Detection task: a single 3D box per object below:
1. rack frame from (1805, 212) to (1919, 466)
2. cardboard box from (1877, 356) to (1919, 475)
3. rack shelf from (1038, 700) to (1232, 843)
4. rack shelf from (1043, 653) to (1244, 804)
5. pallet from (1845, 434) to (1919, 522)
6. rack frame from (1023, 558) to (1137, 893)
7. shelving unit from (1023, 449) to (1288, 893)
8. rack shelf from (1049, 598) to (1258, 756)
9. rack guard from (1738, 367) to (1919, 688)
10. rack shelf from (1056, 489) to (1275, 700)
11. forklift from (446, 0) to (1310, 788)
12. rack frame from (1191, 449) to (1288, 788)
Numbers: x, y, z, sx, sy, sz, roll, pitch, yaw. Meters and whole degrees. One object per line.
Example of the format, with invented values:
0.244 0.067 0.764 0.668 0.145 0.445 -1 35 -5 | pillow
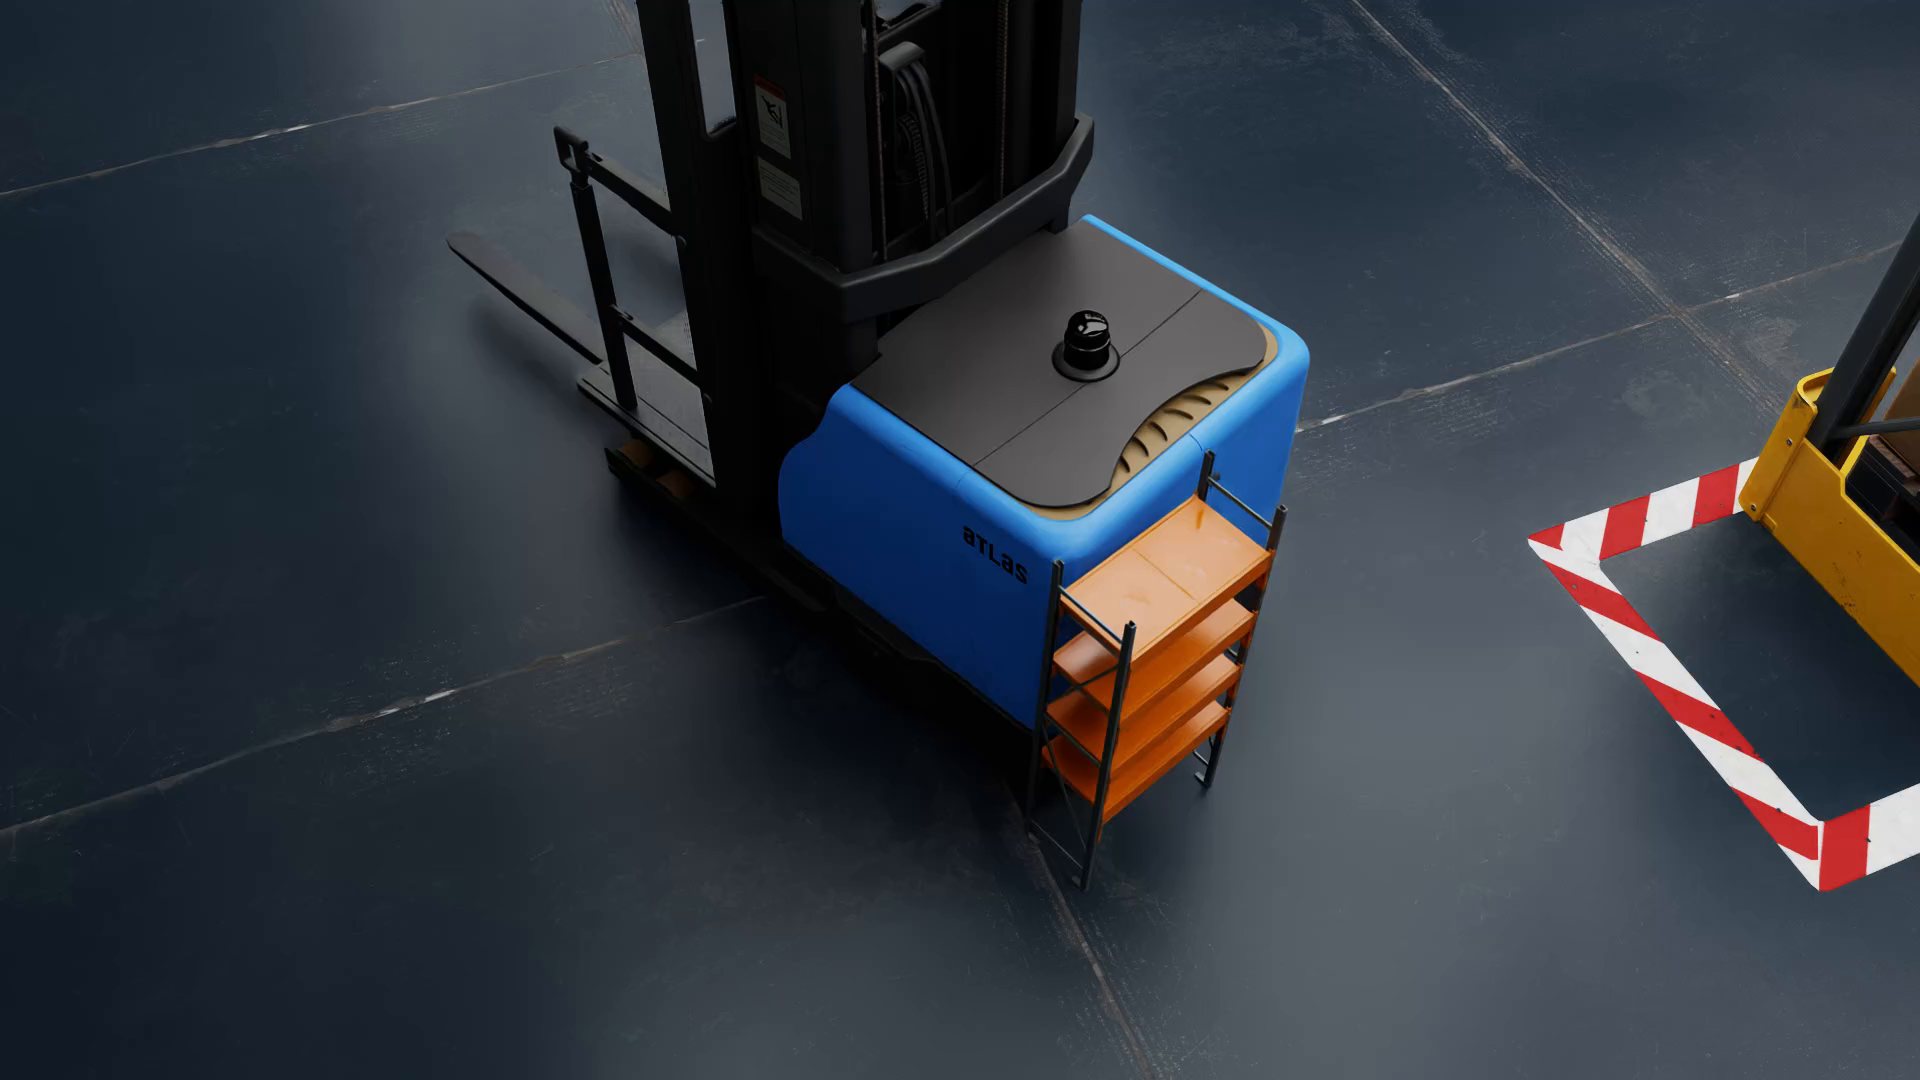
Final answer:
2.797 -0.740 3.908 0.127 3.000 1.000 -17 52 -14 | rack frame
3.207 -0.397 4.972 0.500 0.500 0.500 -17 52 -14 | cardboard box
0.447 0.534 4.344 0.480 0.148 0.258 -35 60 -26 | rack shelf
0.452 0.409 4.190 0.480 0.148 0.258 -35 60 -26 | rack shelf
3.605 -0.082 5.182 1.213 0.211 1.003 -17 52 -14 | pallet
0.273 0.491 4.031 0.015 1.200 0.240 -35 60 -26 | rack frame
0.454 0.366 4.138 0.503 1.200 0.258 -35 60 -26 | shelving unit
0.458 0.268 4.016 0.480 0.148 0.258 -35 60 -26 | rack shelf
2.867 0.053 4.875 0.348 0.500 1.175 -17 52 -14 | rack guard
0.464 0.119 3.833 0.480 0.148 0.258 -35 60 -26 | rack shelf
-0.493 -1.272 4.411 3.031 2.935 1.130 36 58 27 | forklift
0.635 0.242 4.245 0.015 1.200 0.240 -35 60 -26 | rack frame
